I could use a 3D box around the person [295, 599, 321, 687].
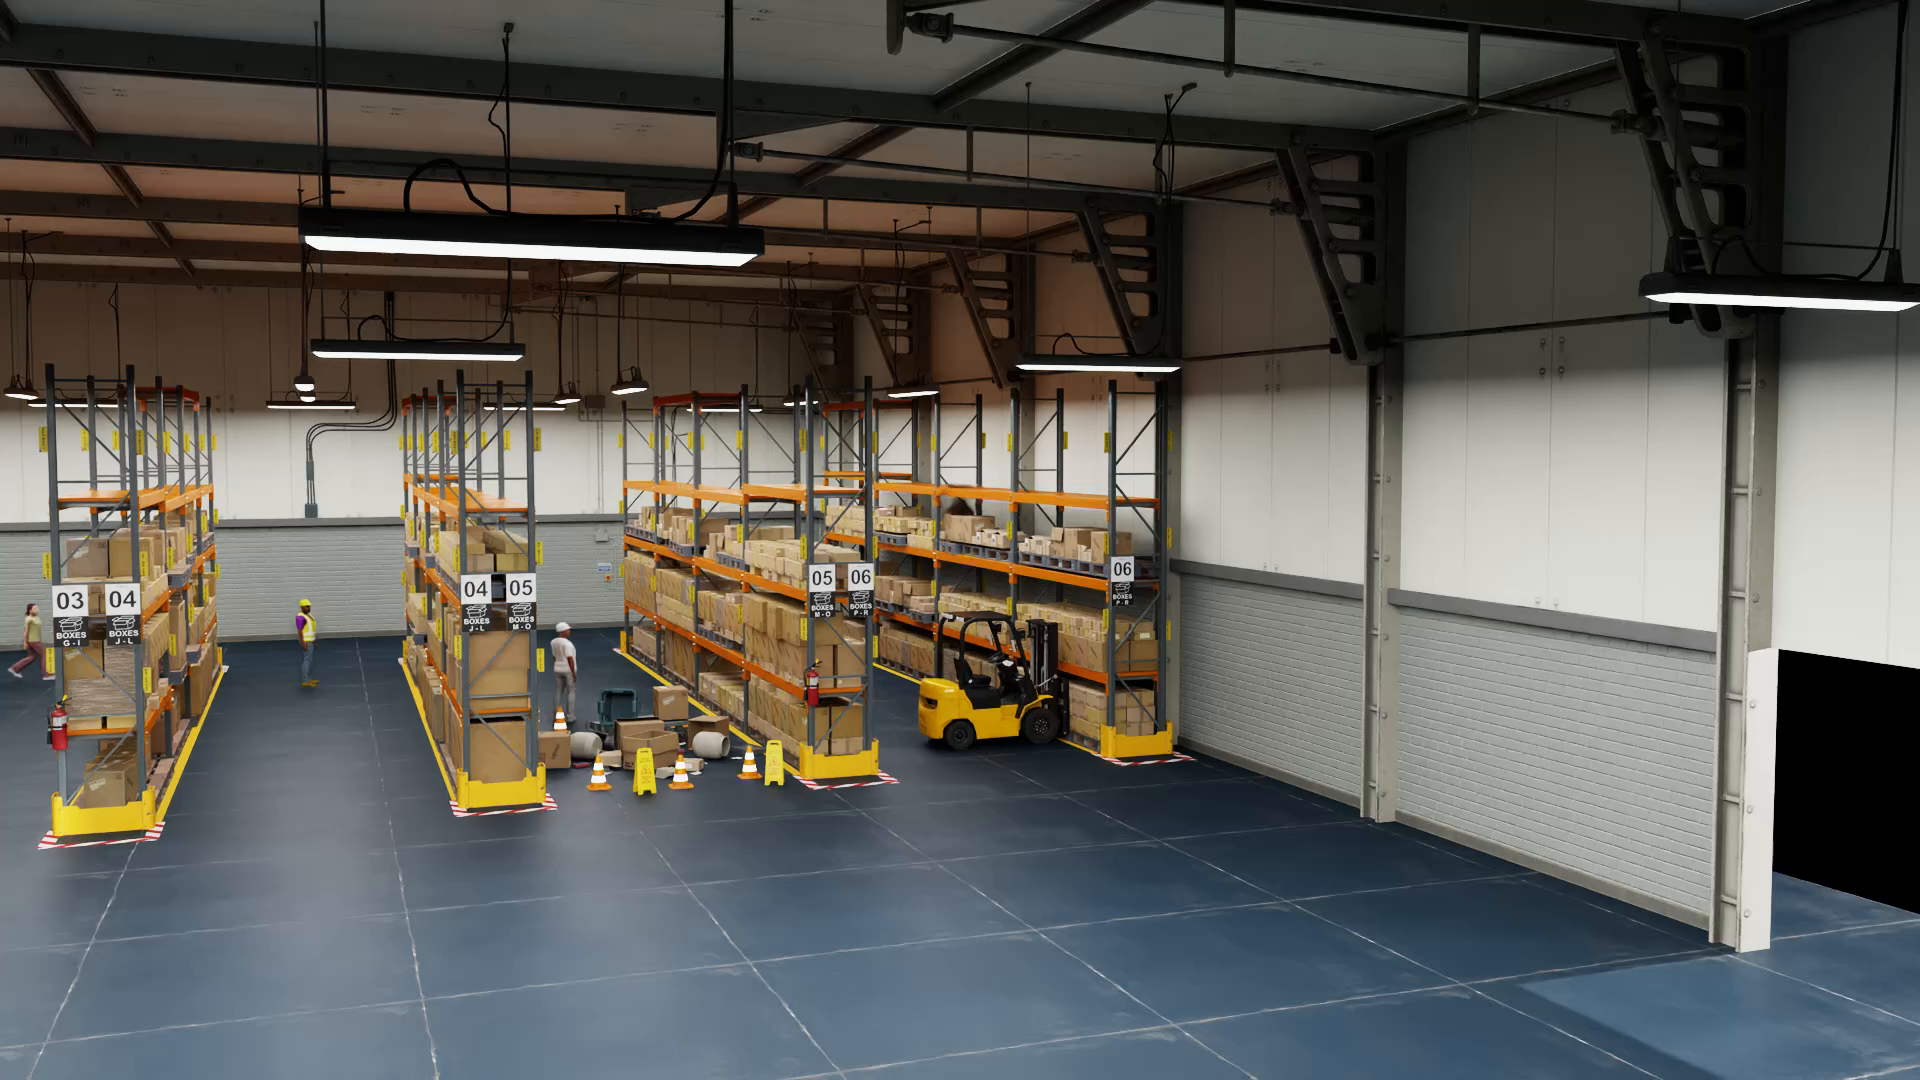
[{"bbox_3d":[-13.475,2.120,34.357,0.447,1.790,0.609,-1,3,-17],"label":"person"}]

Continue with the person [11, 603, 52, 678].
[{"bbox_3d":[-19.514,2.108,34.903,0.765,1.577,0.442,-2,4,-31],"label":"person"}]

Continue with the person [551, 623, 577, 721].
[{"bbox_3d":[-7.094,2.364,29.899,0.590,1.770,0.464,1,4,23],"label":"person"}]
